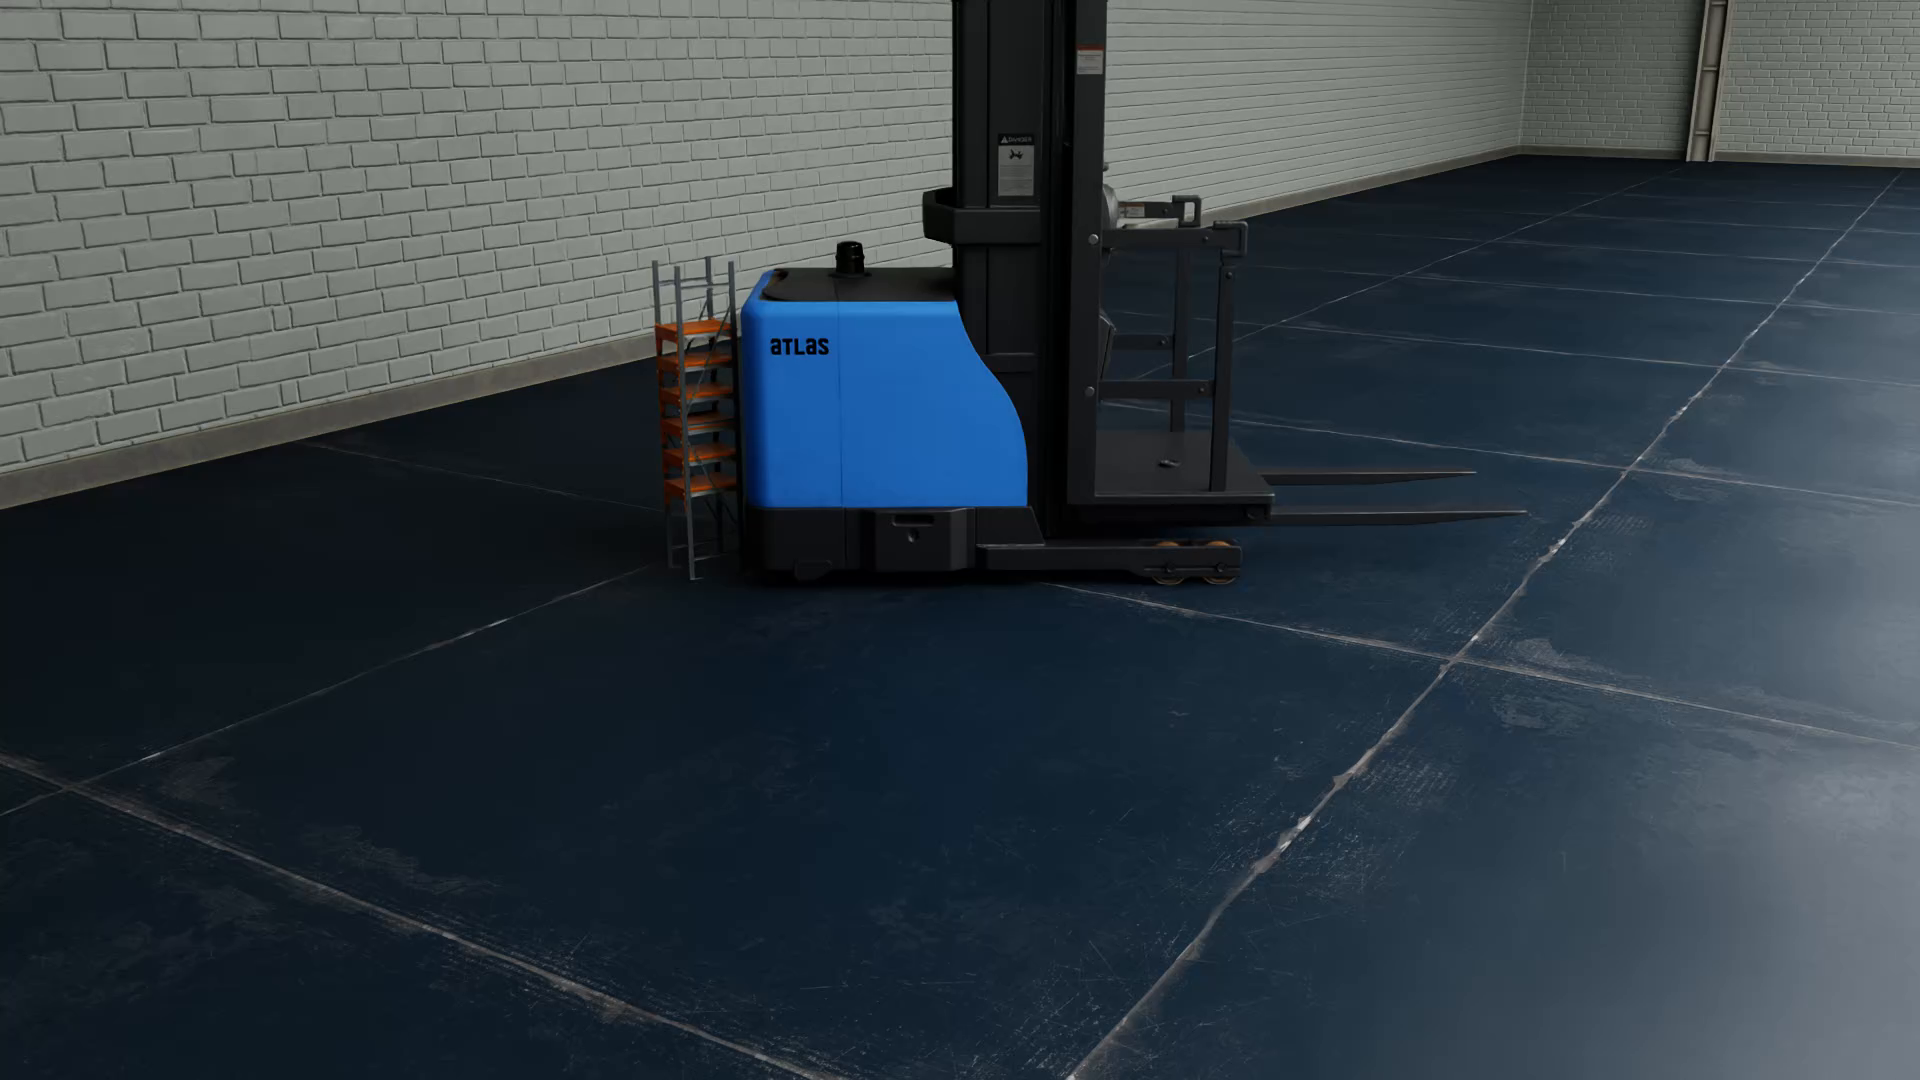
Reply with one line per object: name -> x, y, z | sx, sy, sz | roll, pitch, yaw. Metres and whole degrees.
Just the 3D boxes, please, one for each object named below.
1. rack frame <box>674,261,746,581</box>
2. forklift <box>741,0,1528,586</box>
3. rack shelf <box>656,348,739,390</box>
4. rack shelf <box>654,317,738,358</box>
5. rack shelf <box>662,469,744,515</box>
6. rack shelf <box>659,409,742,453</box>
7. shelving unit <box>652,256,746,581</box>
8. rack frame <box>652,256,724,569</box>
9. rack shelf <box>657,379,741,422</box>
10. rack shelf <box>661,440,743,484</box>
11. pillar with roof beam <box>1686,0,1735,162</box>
rack frame -> -0.936, -0.437, 6.255 | 0.240, 1.200, 0.006 | -12, 21, -34
forklift -> 0.689, -1.383, 6.390 | 3.031, 2.935, 1.130 | 0, 17, -2
rack shelf -> -0.989, -0.646, 6.269 | 0.258, 0.103, 0.180 | -12, 21, -34
rack shelf -> -0.989, -0.760, 6.234 | 0.258, 0.103, 0.180 | -12, 21, -34
rack shelf -> -0.989, -0.187, 6.409 | 0.258, 0.103, 0.180 | -12, 21, -34
rack shelf -> -0.989, -0.416, 6.339 | 0.258, 0.103, 0.180 | -12, 21, -34
shelving unit -> -0.989, -0.459, 6.326 | 0.258, 1.200, 0.189 | -12, 21, -34
rack frame -> -1.042, -0.480, 6.397 | 0.240, 1.200, 0.006 | -12, 21, -34
rack shelf -> -0.989, -0.531, 6.304 | 0.258, 0.103, 0.180 | -12, 21, -34
rack shelf -> -0.989, -0.301, 6.374 | 0.258, 0.103, 0.180 | -12, 21, -34
pillar with roof beam -> 10.025, -9.531, 22.777 | 0.400, 9.000, 9.100 | 10, 20, 30
